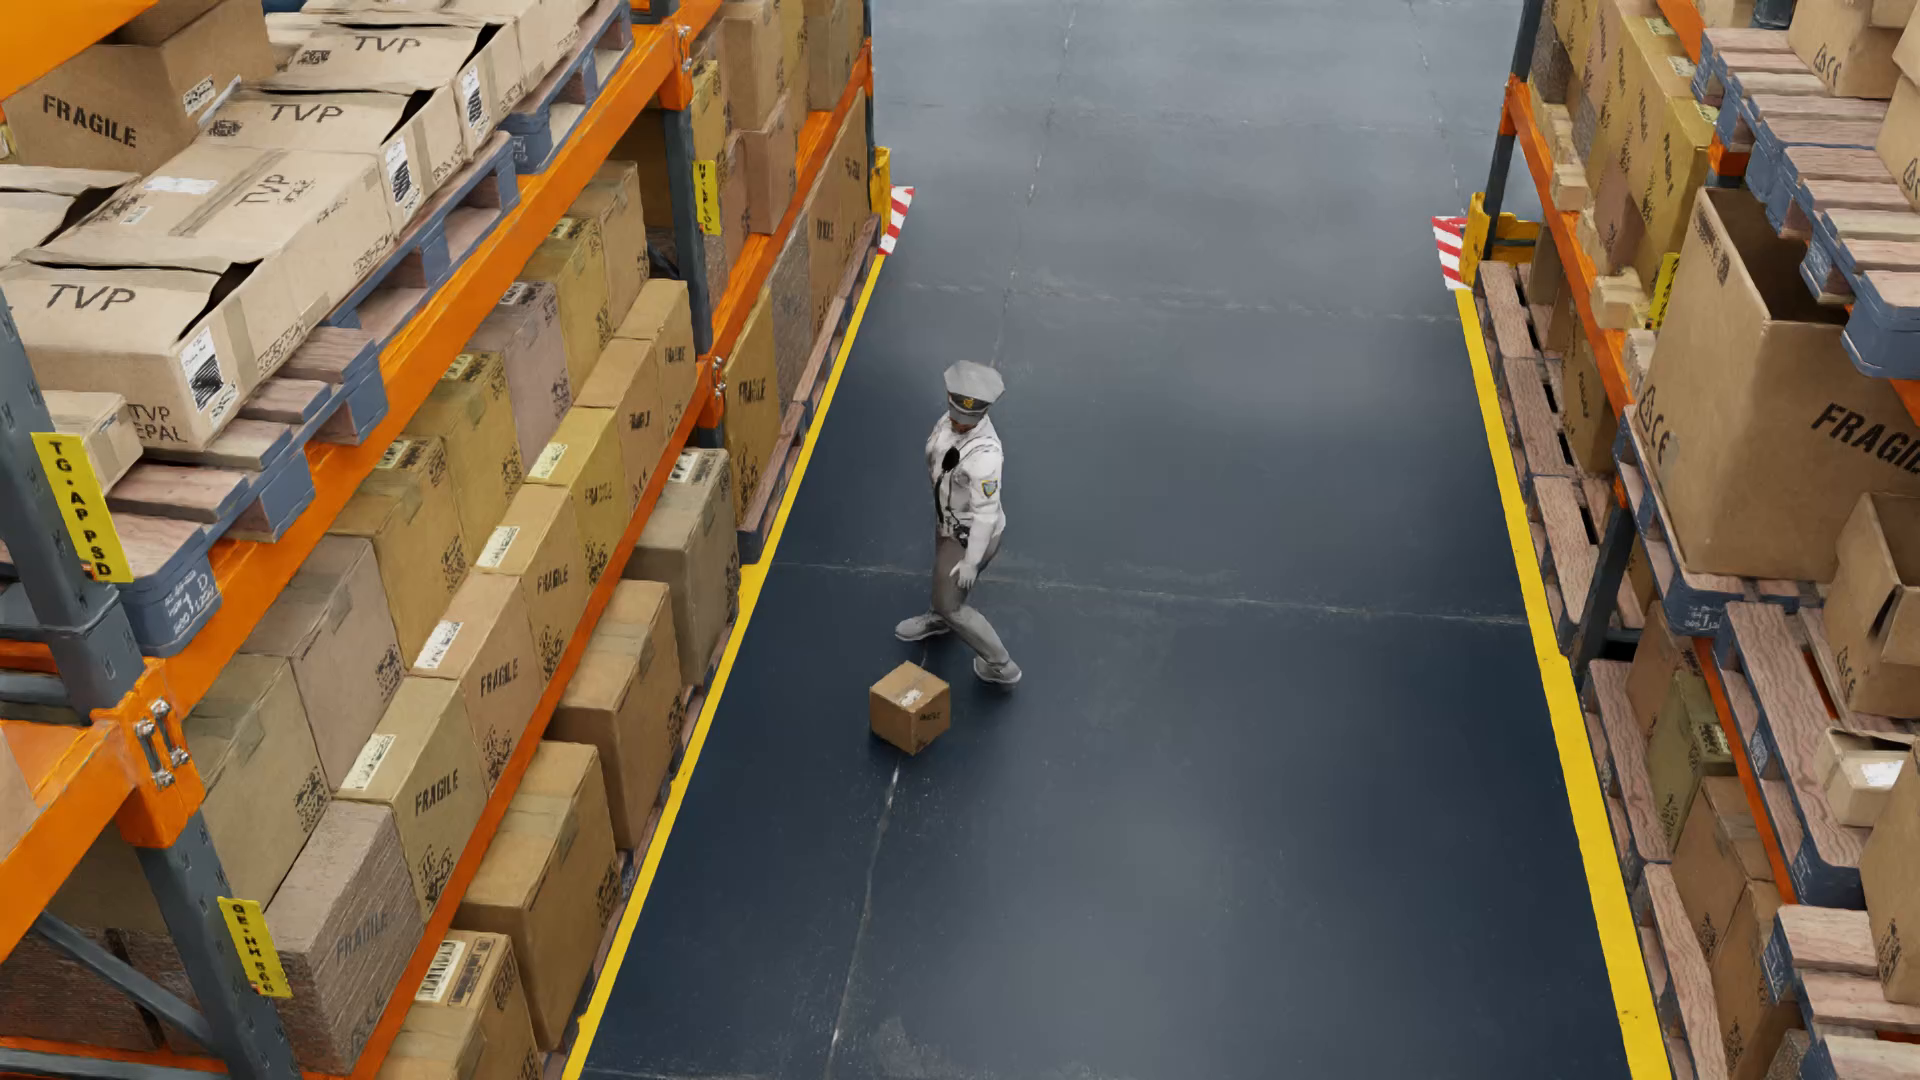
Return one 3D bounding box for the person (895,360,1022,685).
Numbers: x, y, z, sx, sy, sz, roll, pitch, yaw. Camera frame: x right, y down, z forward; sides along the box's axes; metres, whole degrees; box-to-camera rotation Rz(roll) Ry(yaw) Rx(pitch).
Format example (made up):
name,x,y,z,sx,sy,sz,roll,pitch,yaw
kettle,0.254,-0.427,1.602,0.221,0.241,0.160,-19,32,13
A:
name,x,y,z,sx,sy,sz,roll,pitch,yaw
person,-0.021,-0.081,7.164,0.530,1.641,0.624,-3,36,-4
